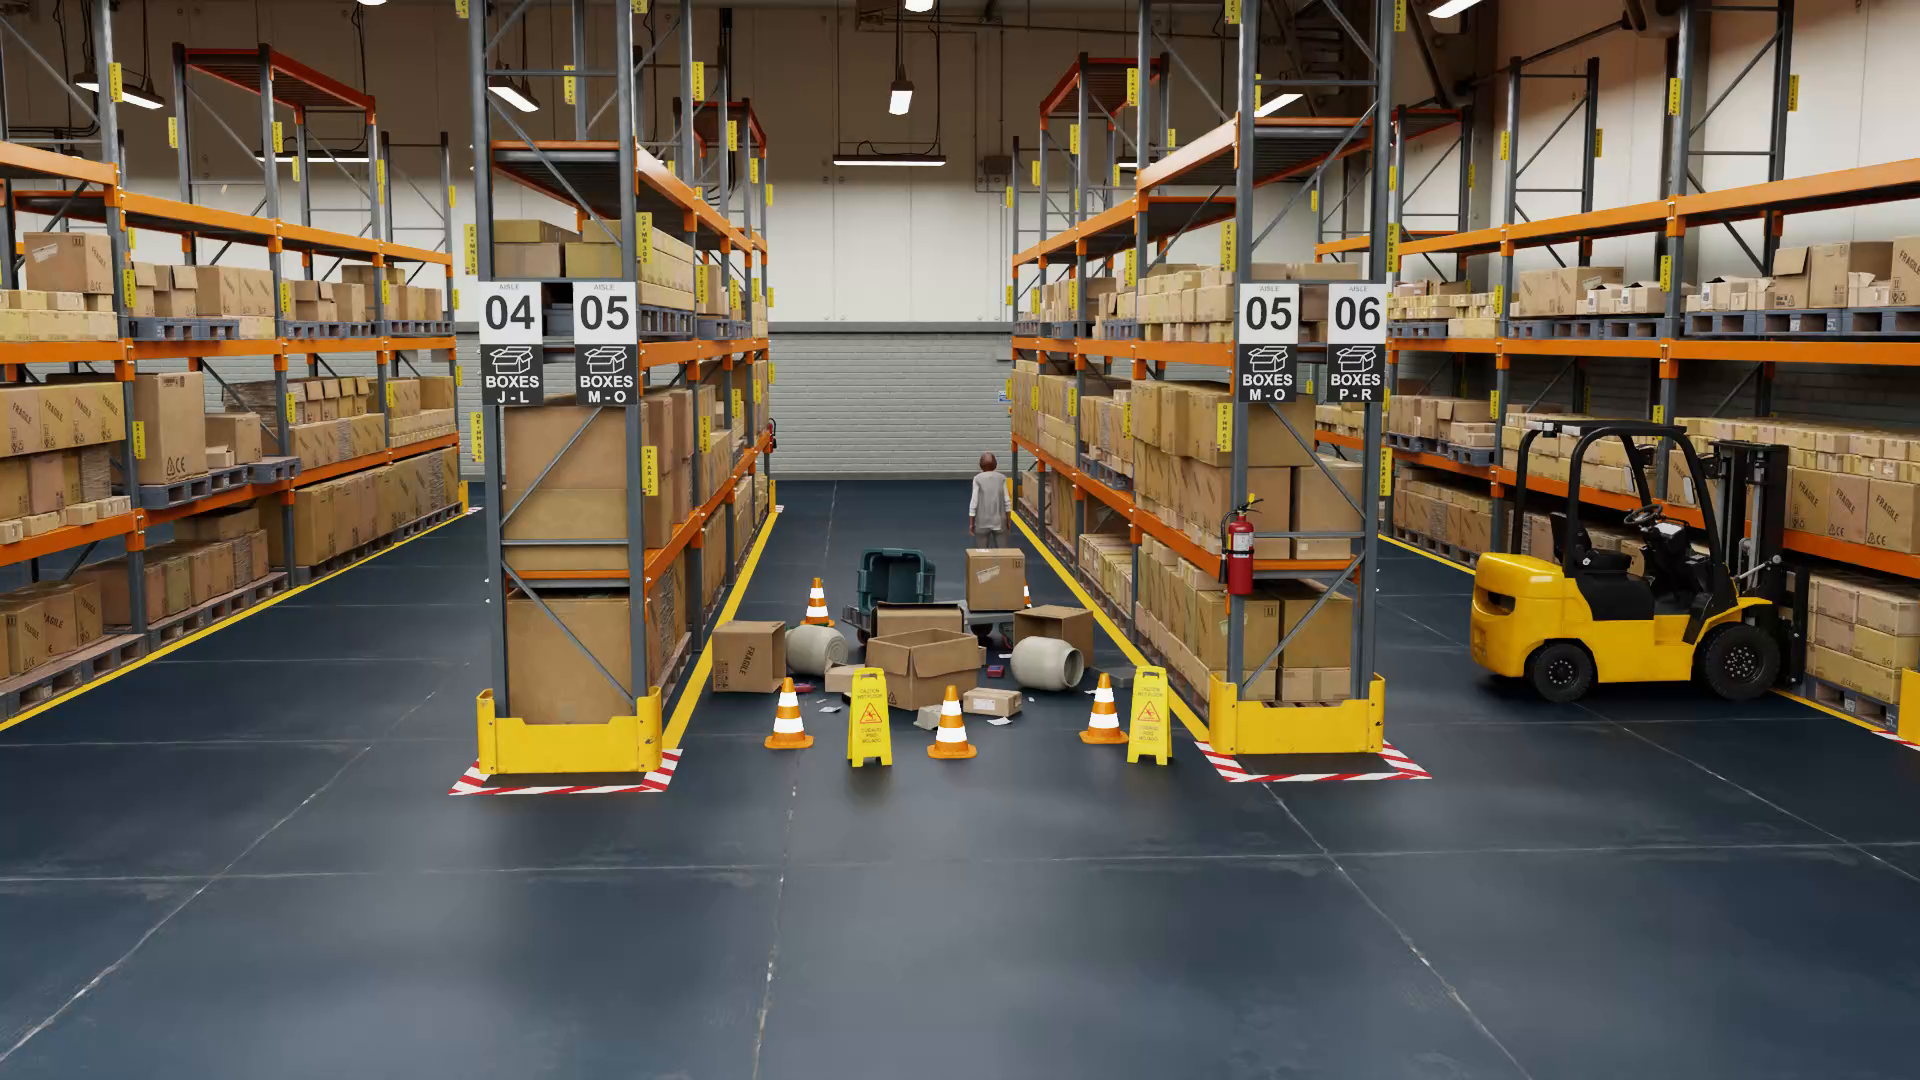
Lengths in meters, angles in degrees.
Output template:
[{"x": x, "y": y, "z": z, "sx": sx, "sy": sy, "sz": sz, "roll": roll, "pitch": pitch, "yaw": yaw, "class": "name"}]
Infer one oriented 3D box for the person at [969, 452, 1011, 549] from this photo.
[{"x": 0.333, "y": -0.156, "z": 18.061, "sx": 0.482, "sy": 1.592, "sz": 0.378, "roll": -1, "pitch": 7, "yaw": -7, "class": "person"}]
